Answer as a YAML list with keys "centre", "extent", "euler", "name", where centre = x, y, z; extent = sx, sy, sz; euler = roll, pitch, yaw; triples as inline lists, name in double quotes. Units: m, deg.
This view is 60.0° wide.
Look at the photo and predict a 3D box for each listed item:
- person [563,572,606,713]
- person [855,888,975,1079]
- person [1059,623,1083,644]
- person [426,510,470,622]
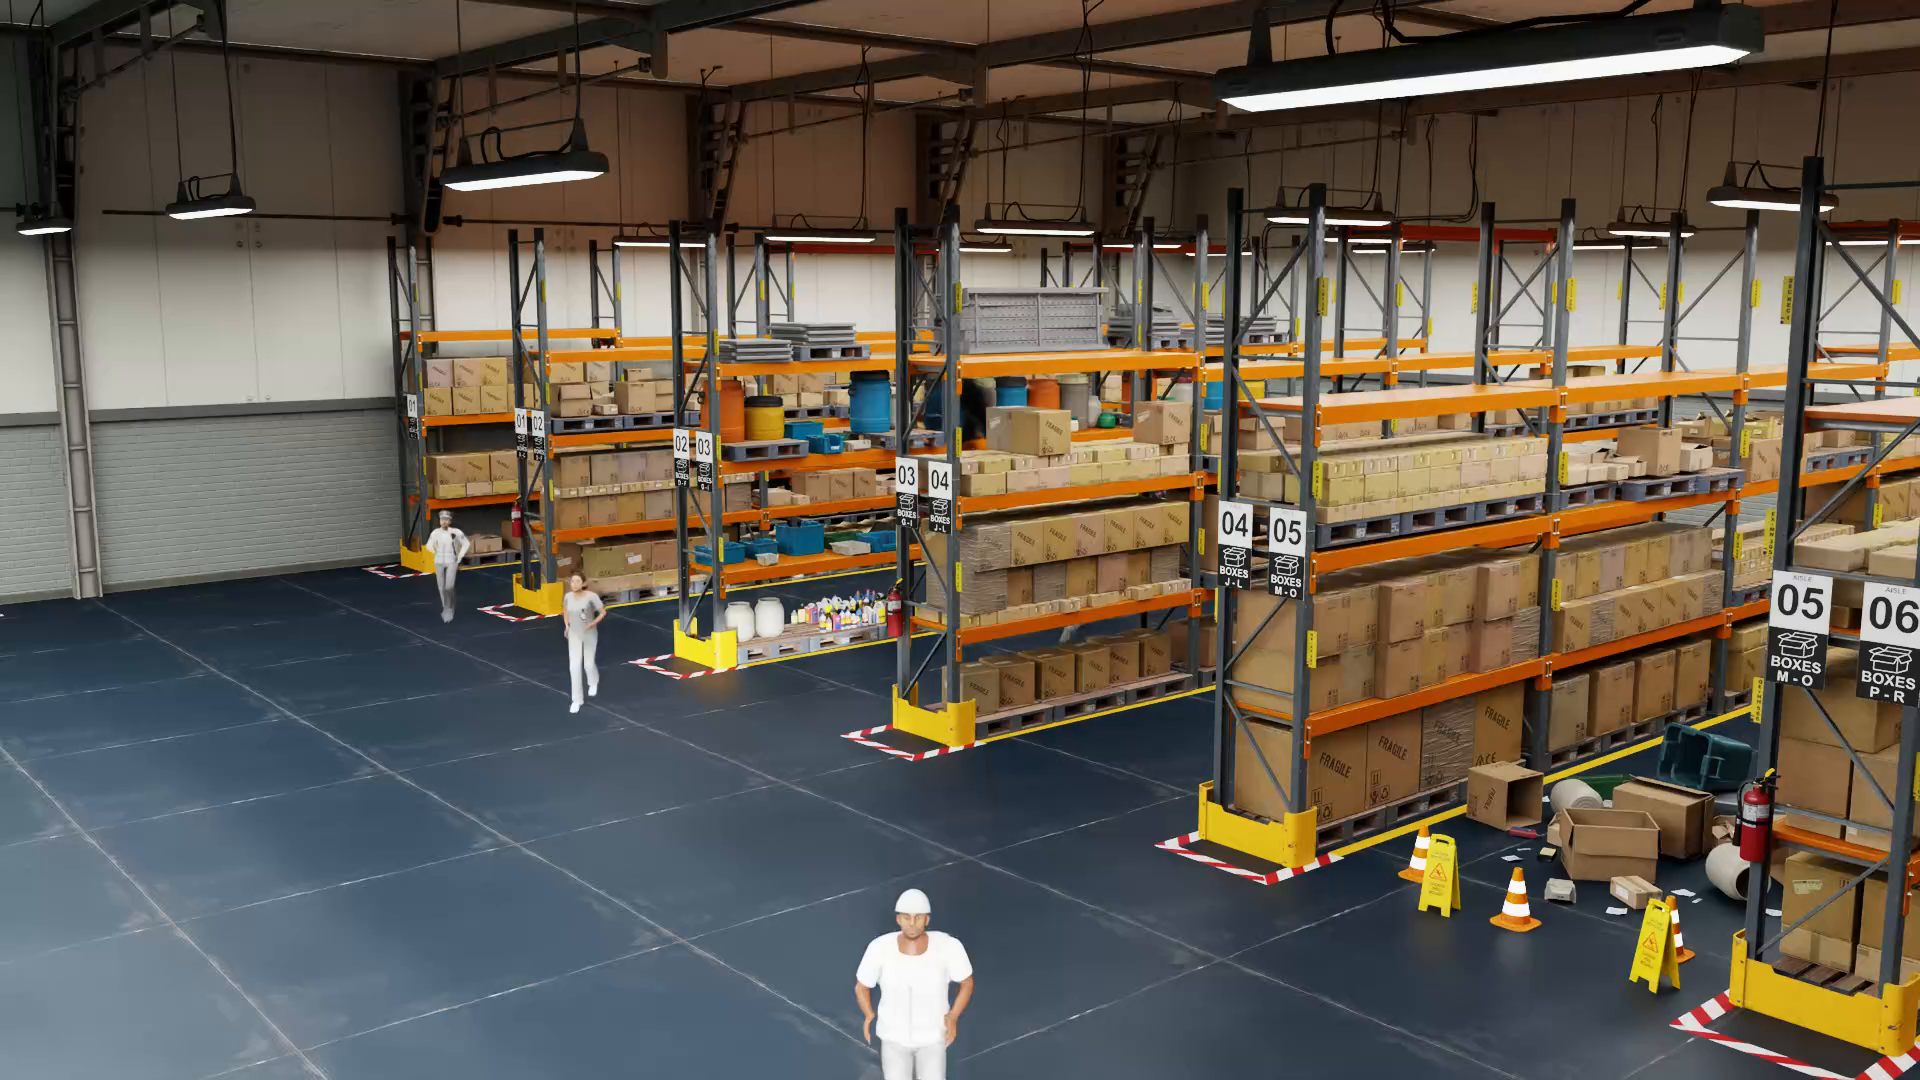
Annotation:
- centre: [-4.611, 1.209, 20.457]
  extent: [0.566, 1.685, 0.853]
  euler: [0, 9, 2]
  name: "person"
- centre: [-0.270, 2.857, 9.637]
  extent: [0.697, 1.716, 0.606]
  euler: [1, 9, 3]
  name: "person"
- centre: [1.508, 0.456, 23.112]
  extent: [0.673, 1.890, 0.782]
  euler: [8, 12, 41]
  name: "person"
- centre: [-7.929, 0.398, 25.667]
  extent: [0.618, 1.728, 0.614]
  euler: [0, 9, 0]
  name: "person"
